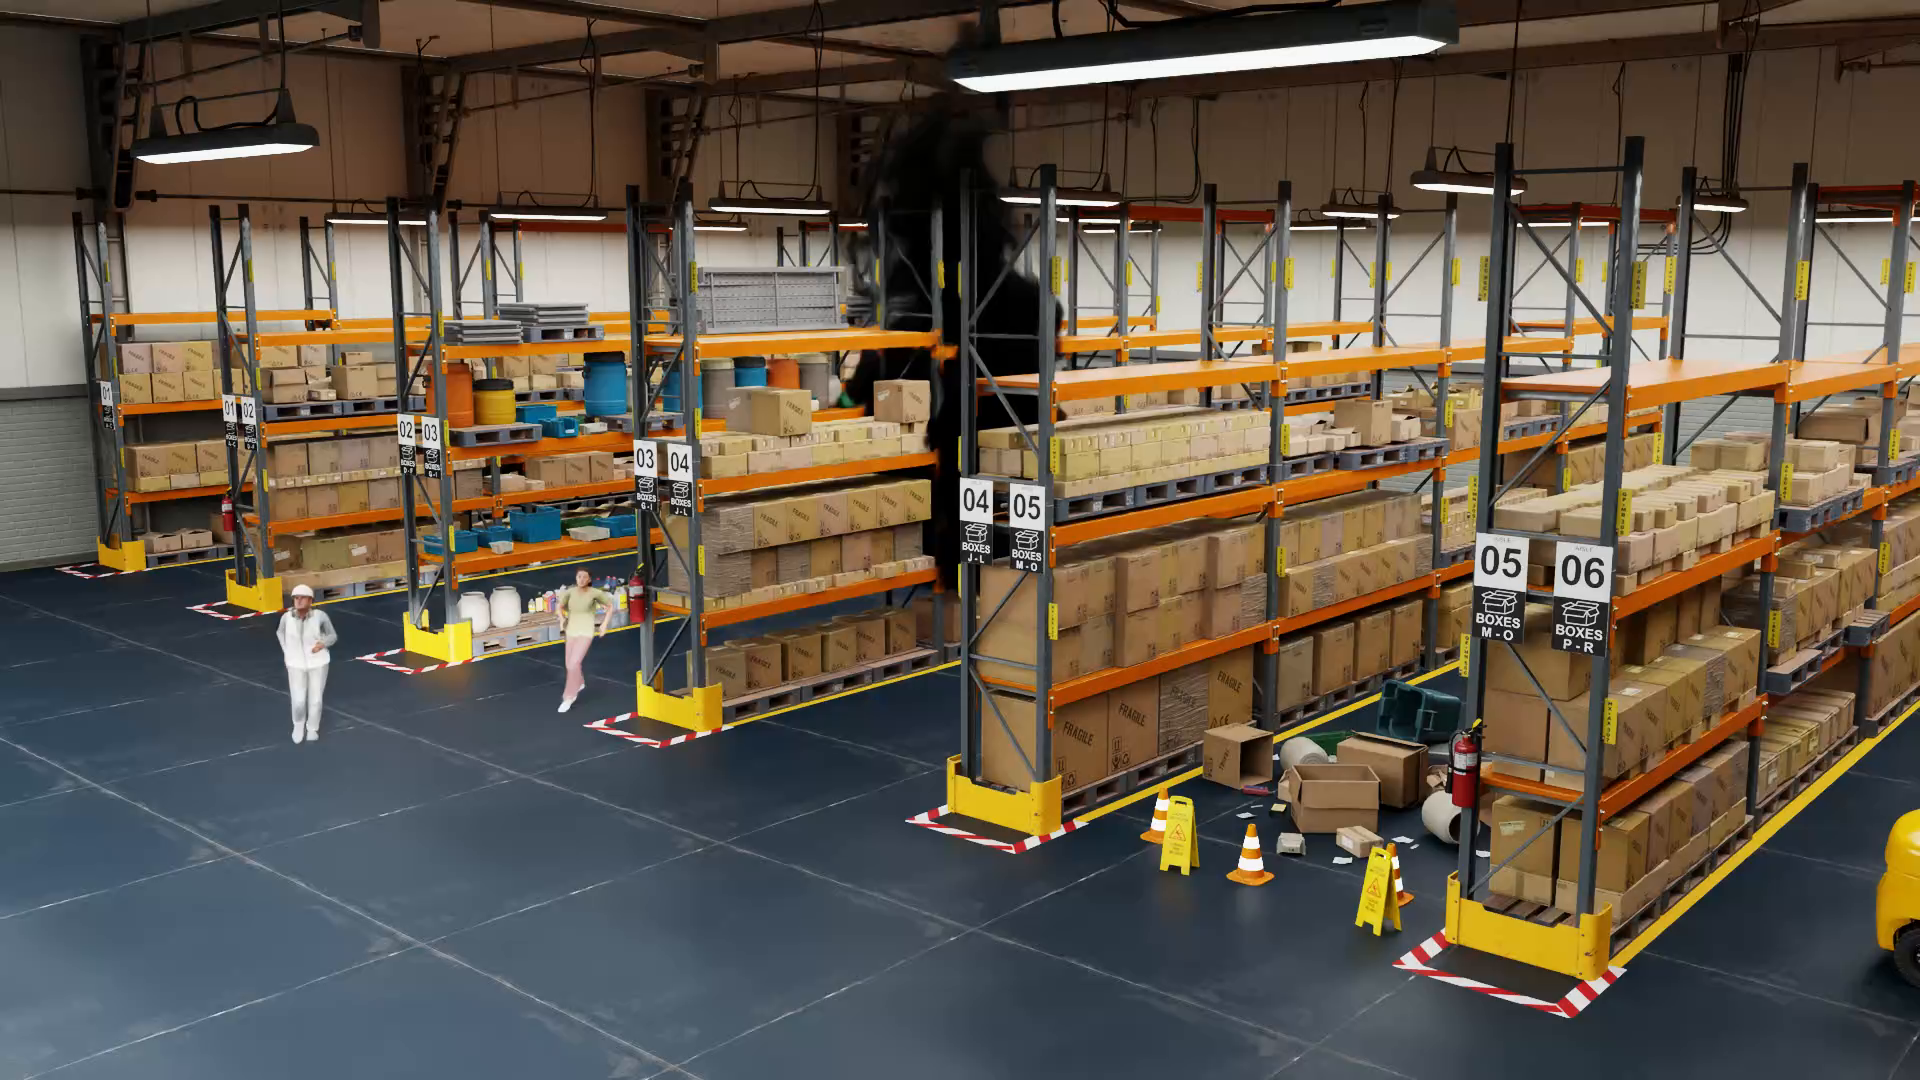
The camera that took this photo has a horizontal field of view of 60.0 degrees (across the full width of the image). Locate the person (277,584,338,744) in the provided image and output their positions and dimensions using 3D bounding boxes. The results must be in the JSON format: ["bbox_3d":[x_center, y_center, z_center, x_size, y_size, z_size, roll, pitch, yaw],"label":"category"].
[{"bbox_3d":[-7.022,1.347,17.901,0.636,1.752,0.660,-3,10,-15],"label":"person"}]

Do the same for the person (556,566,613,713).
[{"bbox_3d":[-4.439,1.133,19.509,0.644,1.688,0.760,2,10,14],"label":"person"}]
